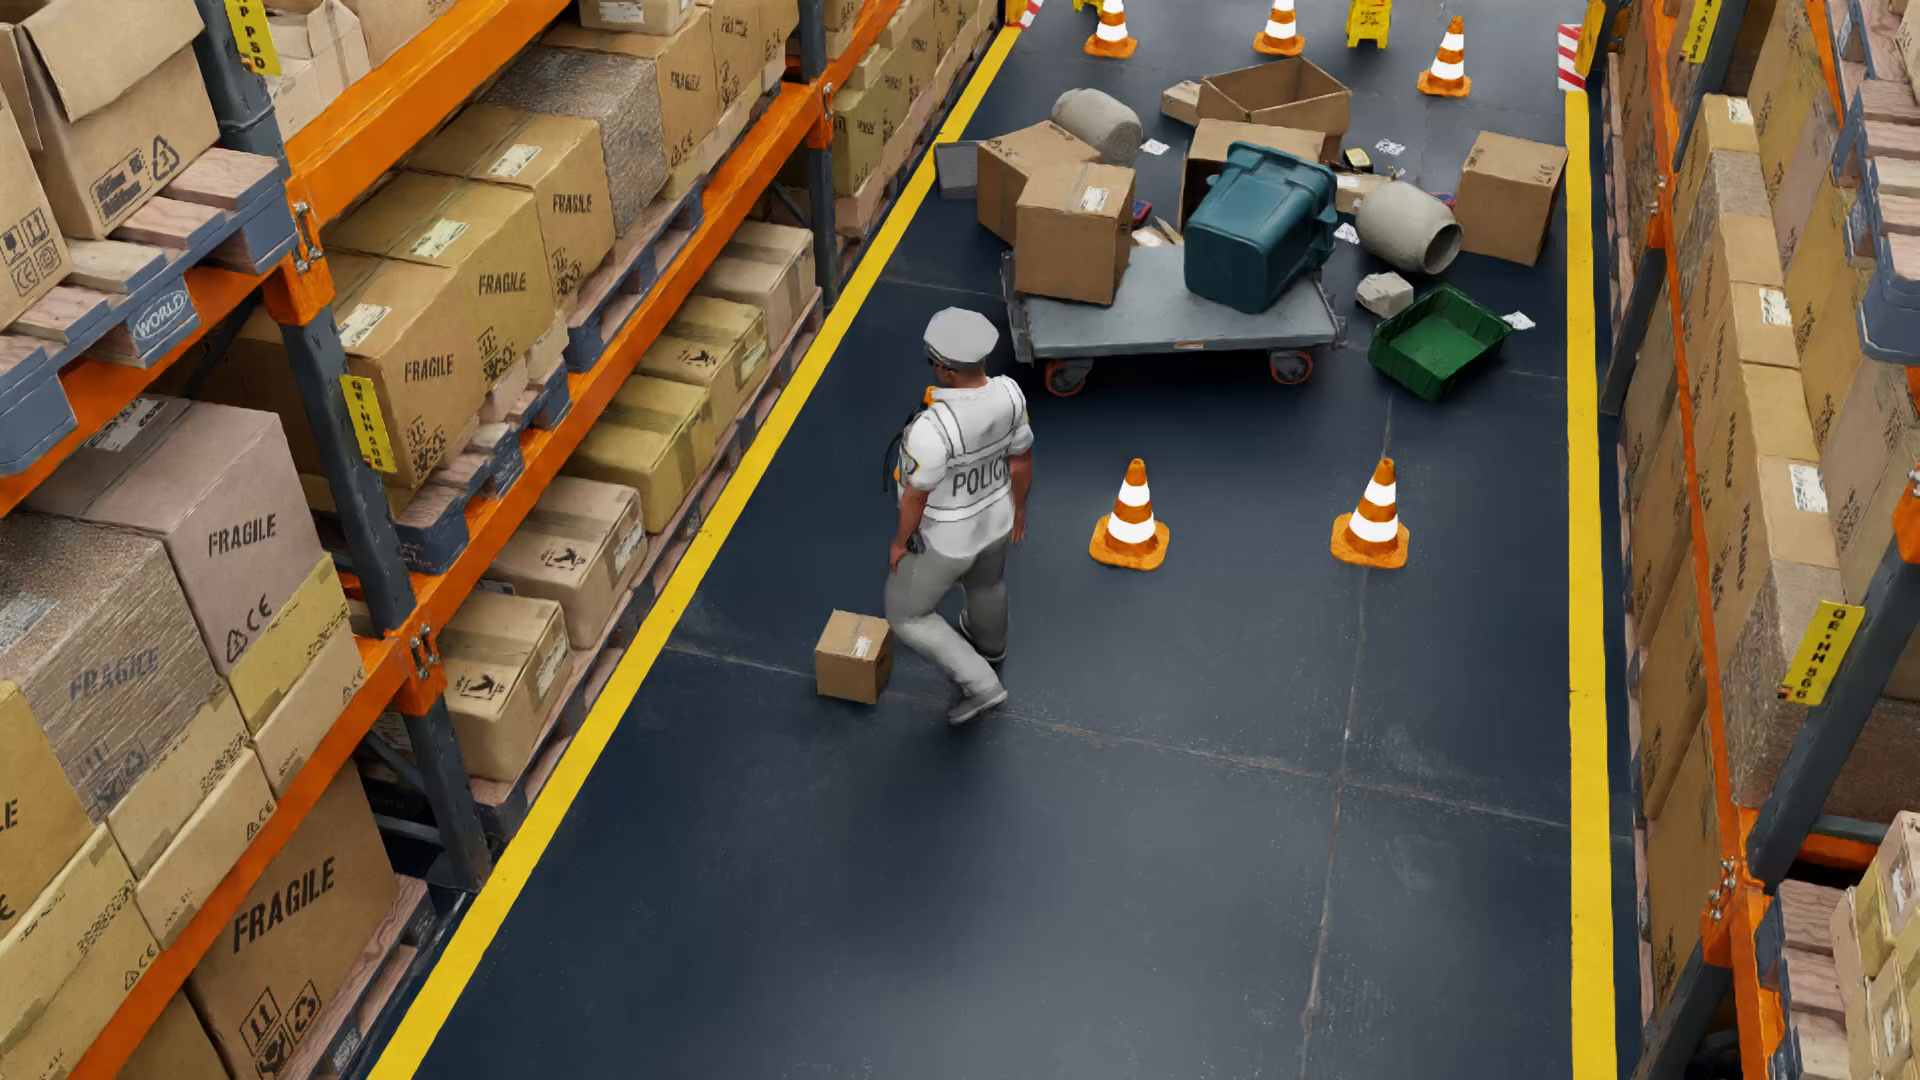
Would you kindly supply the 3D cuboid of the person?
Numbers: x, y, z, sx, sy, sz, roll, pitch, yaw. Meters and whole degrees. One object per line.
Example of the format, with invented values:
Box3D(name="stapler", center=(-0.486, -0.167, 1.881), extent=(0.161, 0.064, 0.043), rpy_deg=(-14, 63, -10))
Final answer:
Box3D(name="person", center=(0.042, -0.072, 6.207), extent=(0.599, 1.752, 0.668), rpy_deg=(31, 50, 31))
